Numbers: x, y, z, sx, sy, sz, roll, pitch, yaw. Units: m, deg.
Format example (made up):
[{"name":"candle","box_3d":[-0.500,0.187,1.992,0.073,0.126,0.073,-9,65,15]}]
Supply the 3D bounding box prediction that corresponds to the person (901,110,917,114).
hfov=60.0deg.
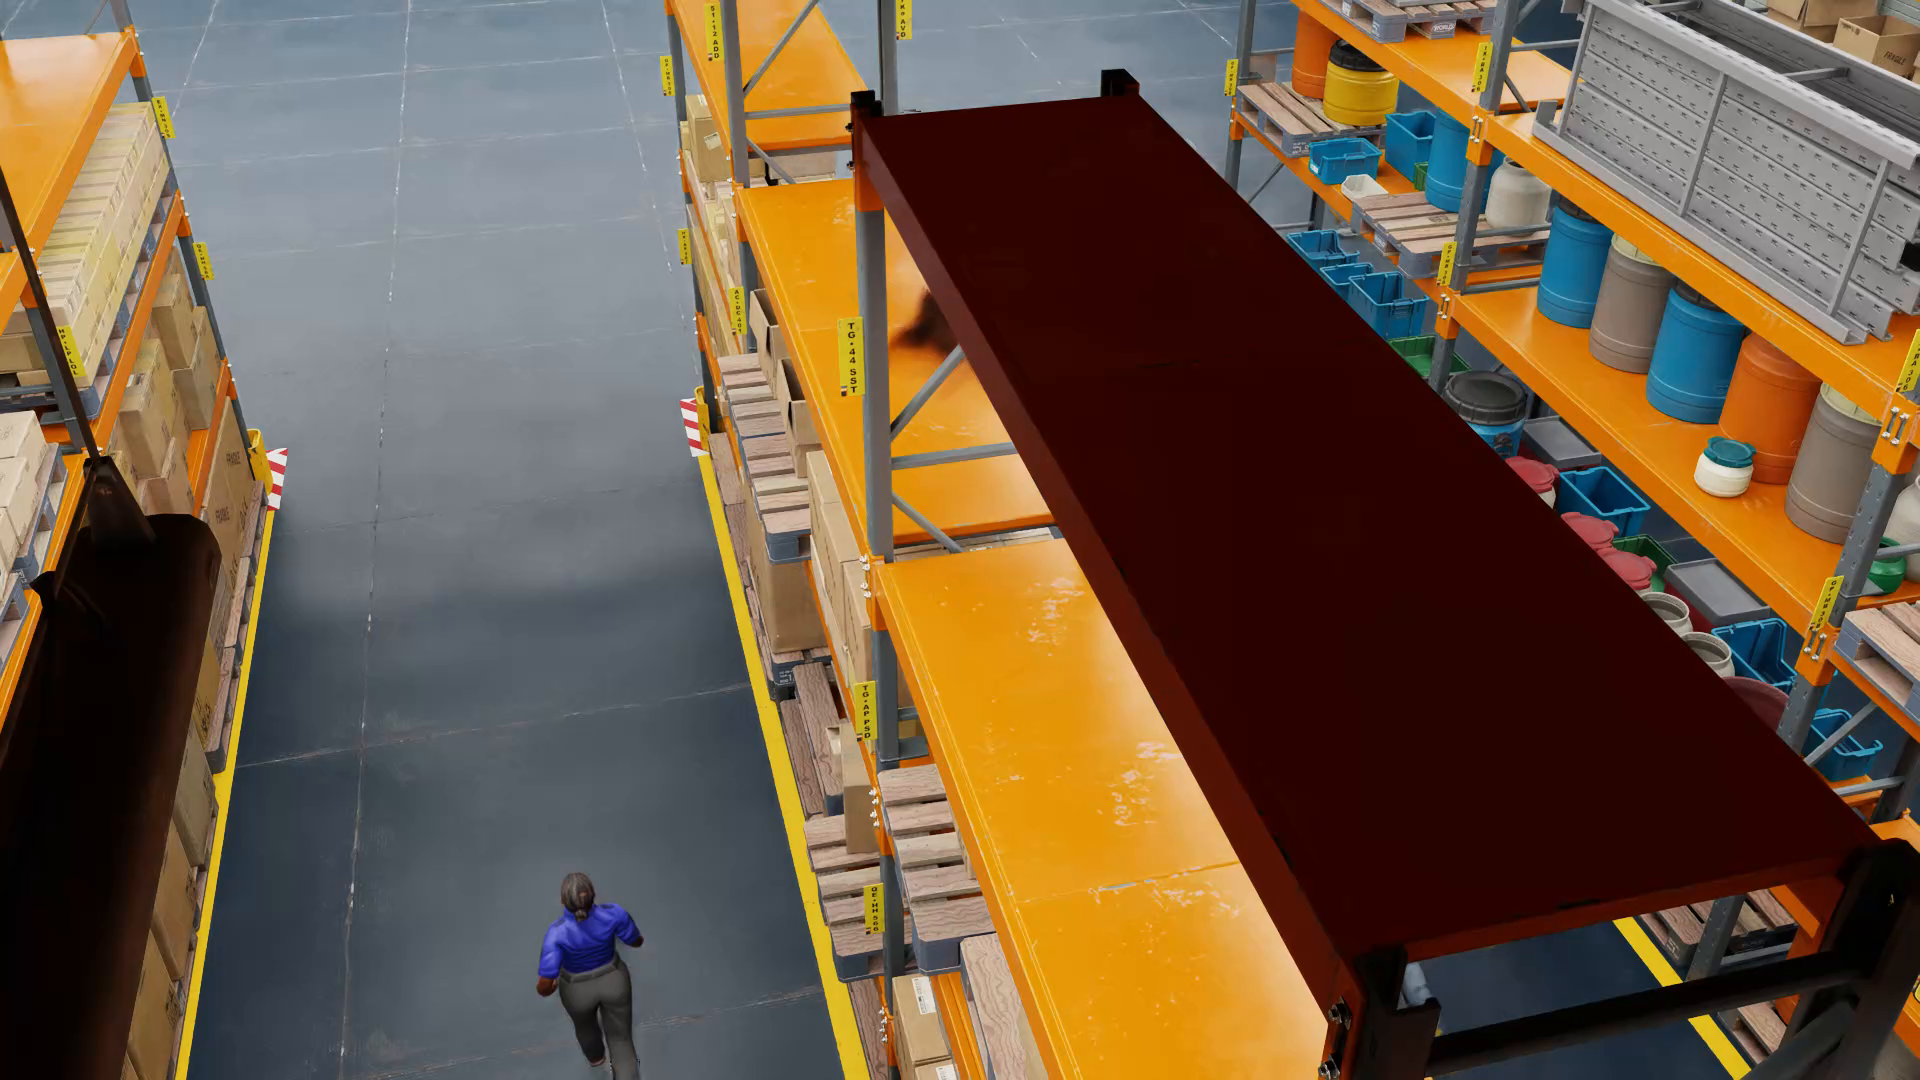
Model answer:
[{"name":"person","box_3d":[-0.510,-3.765,18.059,0.754,1.839,0.719,8,35,12]}]

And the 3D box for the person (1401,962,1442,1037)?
[{"name":"person","box_3d":[2.577,1.987,9.154,0.714,1.760,0.791,-11,36,-16]}]

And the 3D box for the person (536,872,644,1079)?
[{"name":"person","box_3d":[-1.908,2.345,8.682,0.579,1.688,0.853,-13,36,-18]}]

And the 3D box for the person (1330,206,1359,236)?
[{"name":"person","box_3d":[4.349,-4.207,18.779,0.643,1.622,0.599,4,35,6]}]
